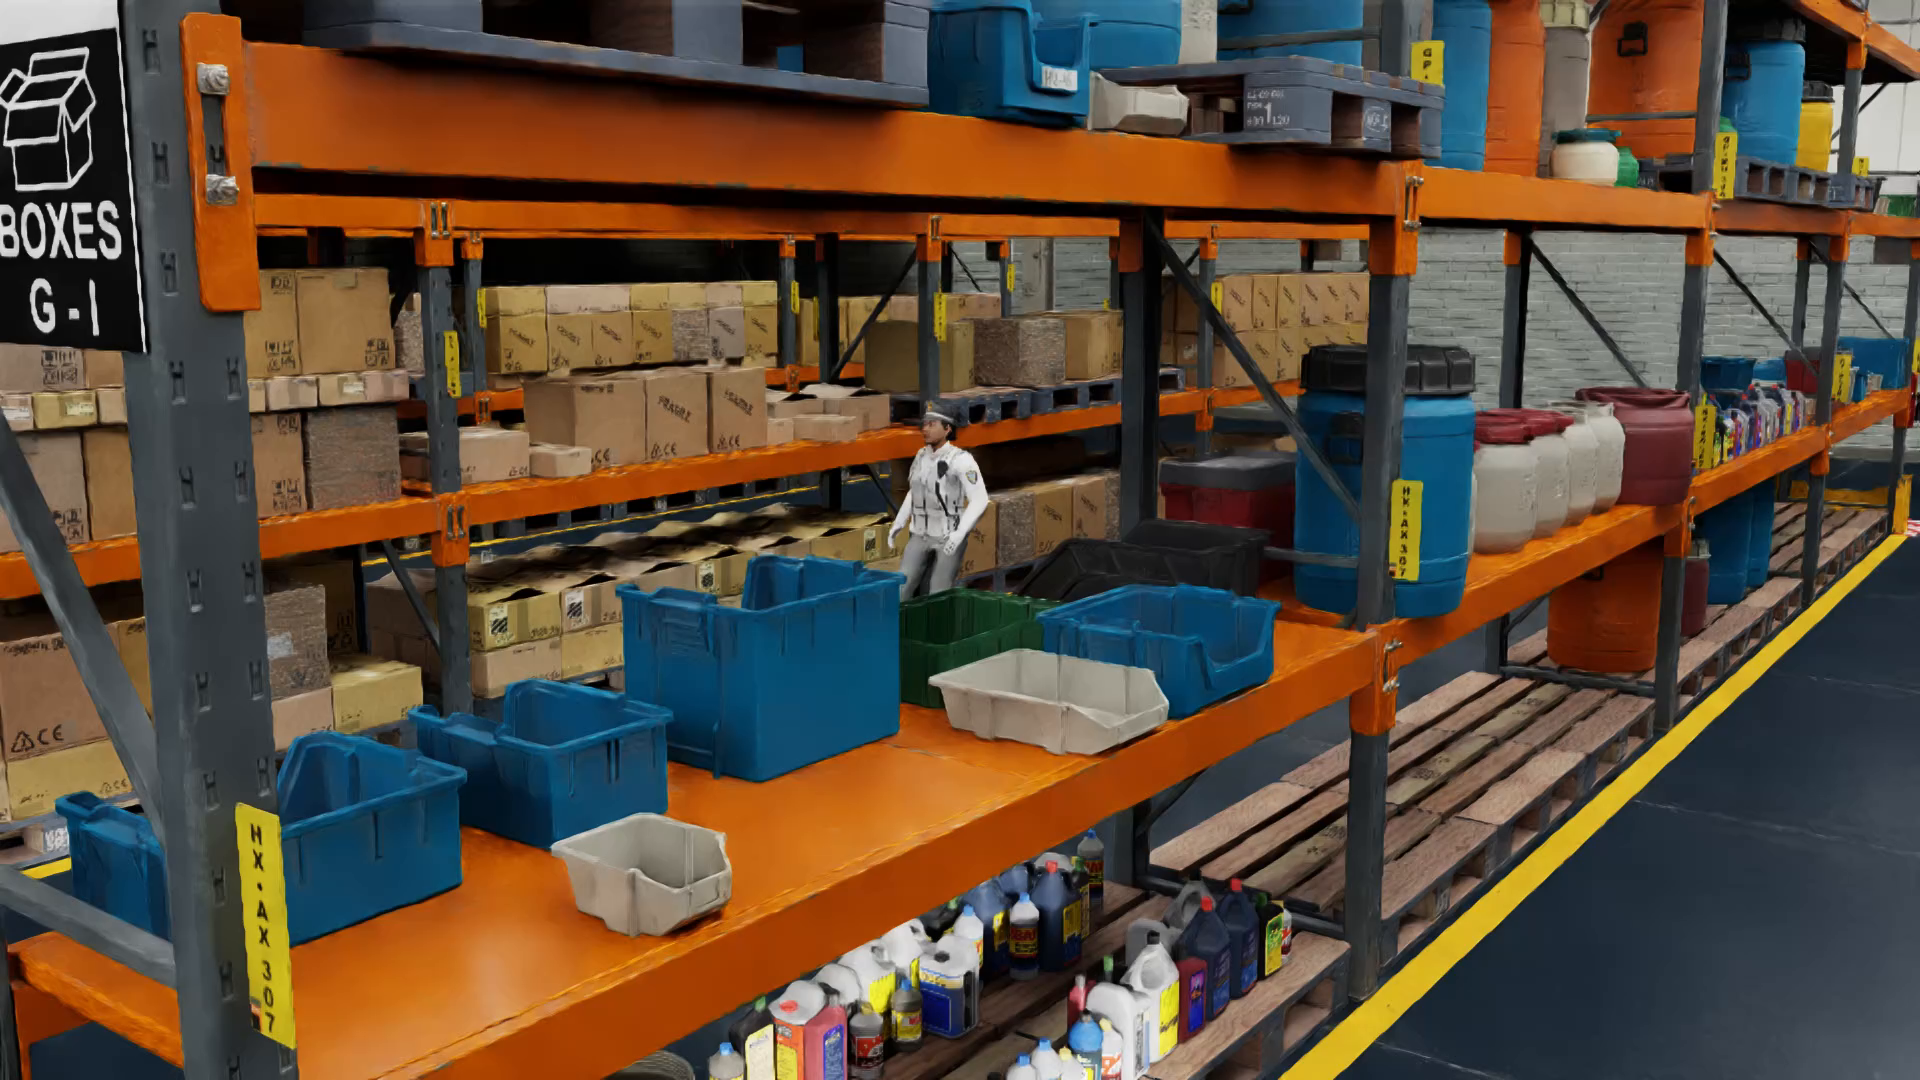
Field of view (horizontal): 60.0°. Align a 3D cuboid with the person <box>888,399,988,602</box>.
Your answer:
[{"bbox_3d":[-0.139,0.003,9.928,0.650,1.680,0.427,7,12,36],"label":"person"}]
